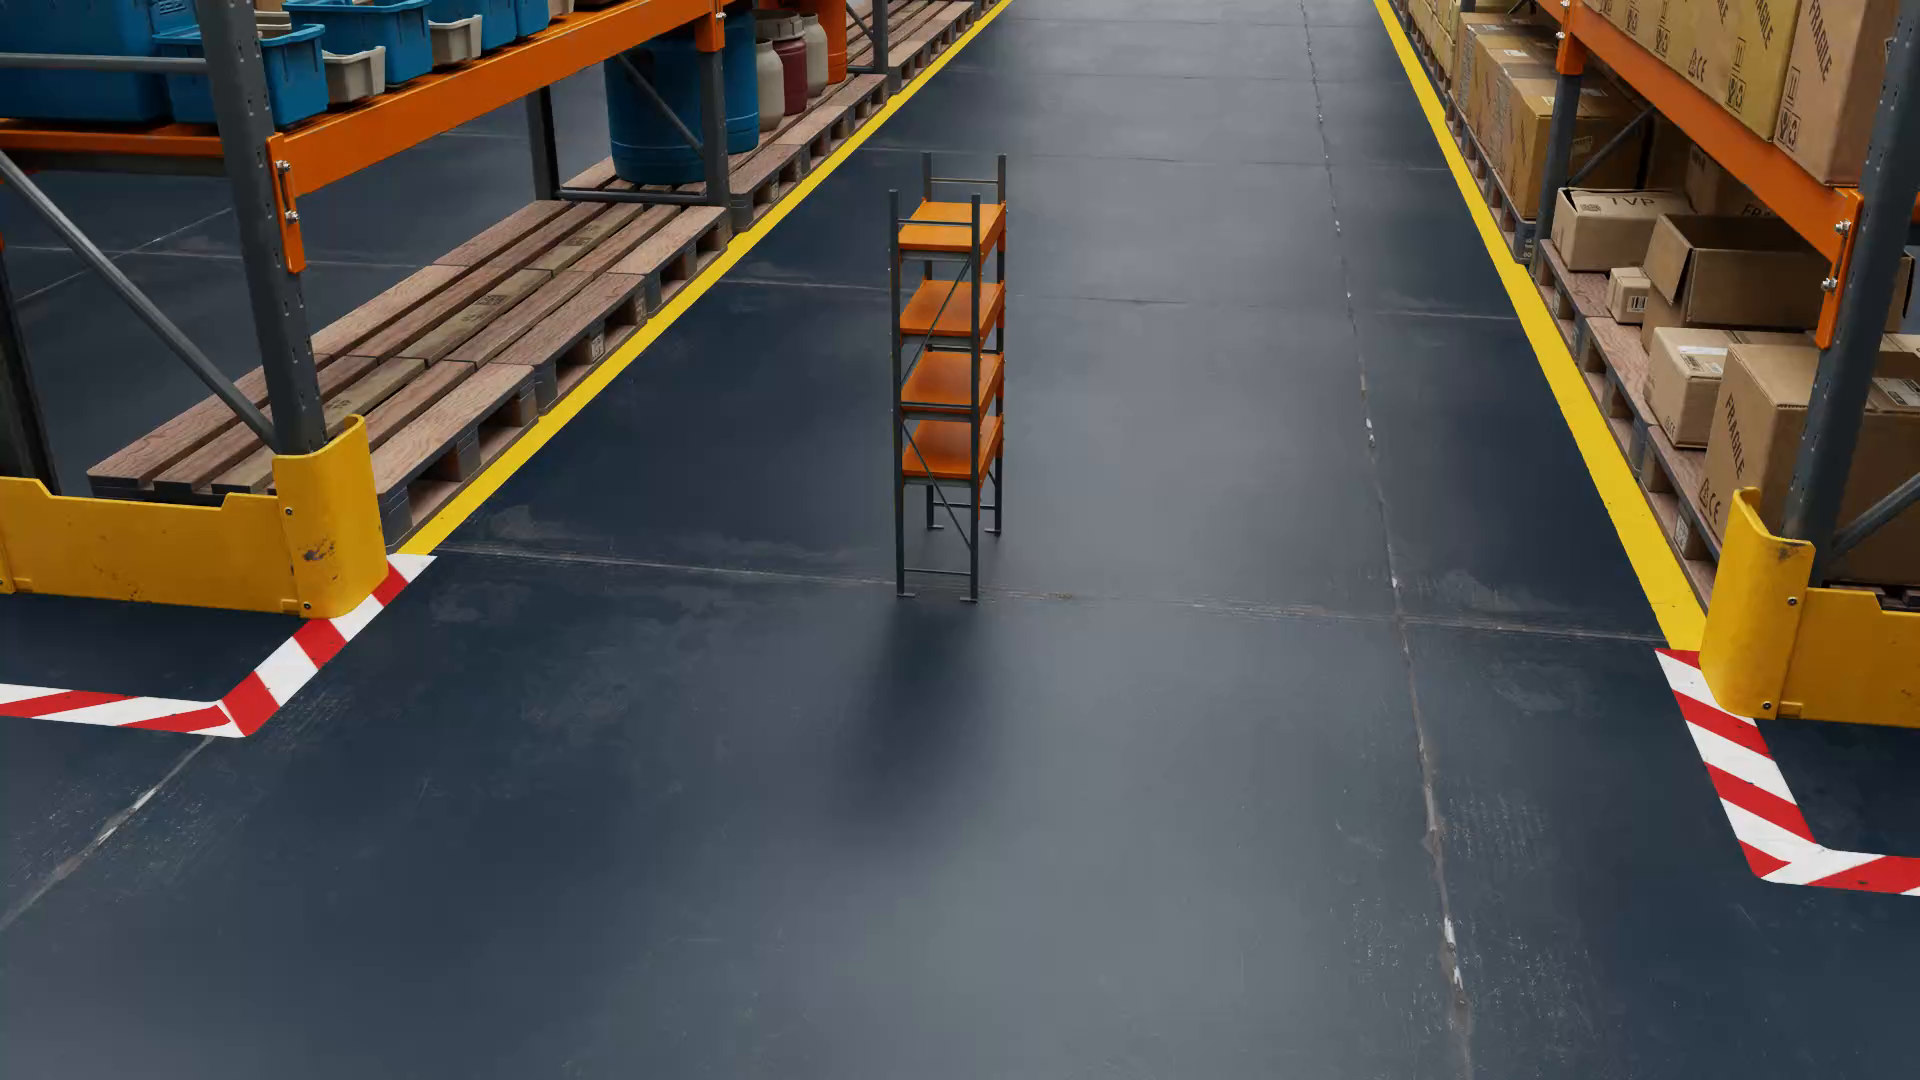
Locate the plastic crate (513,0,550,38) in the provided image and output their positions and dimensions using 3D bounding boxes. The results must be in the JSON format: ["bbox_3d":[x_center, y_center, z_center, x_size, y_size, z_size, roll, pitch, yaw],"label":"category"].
[{"bbox_3d":[-1.698,-1.958,6.022,0.416,0.233,0.300,4,25,9],"label":"plastic crate"}]

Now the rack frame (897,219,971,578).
[{"bbox_3d":[-0.068,-0.372,4.630,0.228,1.046,0.006,4,25,9],"label":"rack frame"}]

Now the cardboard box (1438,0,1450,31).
[{"bbox_3d":[3.787,-3.904,12.139,0.500,0.311,0.500,4,25,8],"label":"cardboard box"}]

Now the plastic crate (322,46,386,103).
[{"bbox_3d":[-1.828,-1.367,4.872,0.250,0.136,0.298,4,25,9],"label":"plastic crate"}]

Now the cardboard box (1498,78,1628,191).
[{"bbox_3d":[3.099,-2.078,8.581,0.500,0.500,0.500,4,25,9],"label":"cardboard box"}]

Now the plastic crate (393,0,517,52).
[{"bbox_3d":[-1.747,-1.833,5.754,0.416,0.233,0.300,4,25,9],"label":"plastic crate"}]

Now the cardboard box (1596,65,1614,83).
[{"bbox_3d":[3.697,-2.263,8.976,0.500,0.500,0.500,4,25,9],"label":"cardboard box"}]

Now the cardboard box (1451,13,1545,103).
[{"bbox_3d":[3.510,-3.148,10.866,0.500,0.500,0.500,5,26,11],"label":"cardboard box"}]

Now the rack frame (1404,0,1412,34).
[{"bbox_3d":[4.520,-5.924,14.368,1.000,3.000,0.127,4,25,9],"label":"rack frame"}]

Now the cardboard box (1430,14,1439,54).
[{"bbox_3d":[3.877,-3.859,12.704,0.500,0.250,0.500,5,25,10],"label":"cardboard box"}]

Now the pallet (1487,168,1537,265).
[{"bbox_3d":[3.308,-1.658,8.544,1.003,0.211,1.213,4,25,9],"label":"pallet"}]

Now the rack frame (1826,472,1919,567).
[{"bbox_3d":[2.562,-0.905,3.645,0.949,2.616,0.053,4,25,9],"label":"rack frame"}]

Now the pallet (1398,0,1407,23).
[{"bbox_3d":[4.691,-4.991,15.664,1.003,0.211,1.213,4,25,9],"label":"pallet"}]

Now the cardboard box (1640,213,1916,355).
[{"bbox_3d":[2.911,-0.861,5.977,0.797,0.503,0.637,4,25,9],"label":"cardboard box"}]

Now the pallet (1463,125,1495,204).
[{"bbox_3d":[3.505,-2.170,9.637,1.003,0.211,1.213,4,25,9],"label":"pallet"}]

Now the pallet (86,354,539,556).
[{"bbox_3d":[-2.154,-0.329,5.705,1.003,0.211,1.213,4,25,9],"label":"pallet"}]

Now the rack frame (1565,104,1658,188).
[{"bbox_3d":[3.216,-2.578,7.220,0.949,2.616,0.053,4,25,9],"label":"rack frame"}]

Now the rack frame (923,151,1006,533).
[{"bbox_3d":[0.013,-0.576,5.066,0.240,1.200,0.015,4,25,9],"label":"rack frame"}]

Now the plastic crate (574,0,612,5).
[{"bbox_3d":[-1.592,-2.339,6.962,0.437,0.125,0.590,4,25,9],"label":"plastic crate"}]

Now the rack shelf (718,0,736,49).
[{"bbox_3d":[-1.347,-3.434,9.896,1.077,0.370,4.000,4,25,9],"label":"rack shelf"}]

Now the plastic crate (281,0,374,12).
[{"bbox_3d":[-2.260,-1.875,5.958,0.298,0.136,0.250,4,25,9],"label":"plastic crate"}]

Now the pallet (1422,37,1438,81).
[{"bbox_3d":[4.241,-3.839,13.202,1.003,0.211,1.213,4,25,9],"label":"pallet"}]

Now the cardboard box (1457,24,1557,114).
[{"bbox_3d":[3.430,-2.928,10.398,0.500,0.500,0.500,3,25,7],"label":"cardboard box"}]

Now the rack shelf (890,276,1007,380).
[{"bbox_3d":[-0.027,-0.616,4.781,0.258,0.148,0.480,4,25,9],"label":"rack shelf"}]

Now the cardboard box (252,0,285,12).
[{"bbox_3d":[-5.817,-4.288,13.302,0.700,0.500,0.500,3,25,6],"label":"cardboard box"}]

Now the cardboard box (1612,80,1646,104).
[{"bbox_3d":[3.608,-2.055,8.531,0.500,0.500,0.500,4,25,9],"label":"cardboard box"}]

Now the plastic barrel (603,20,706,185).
[{"bbox_3d":[-1.568,-2.389,8.796,0.600,0.901,0.708,4,25,9],"label":"plastic barrel"}]

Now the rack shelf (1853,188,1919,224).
[{"bbox_3d":[2.886,-1.537,5.529,0.919,0.052,3.809,4,25,9],"label":"rack shelf"}]

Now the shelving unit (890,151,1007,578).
[{"bbox_3d":[-0.027,-0.475,4.850,0.258,1.200,0.499,4,25,9],"label":"shelving unit"}]

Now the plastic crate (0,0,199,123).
[{"bbox_3d":[-2.457,-1.446,4.689,0.616,0.435,0.499,4,25,9],"label":"plastic crate"}]

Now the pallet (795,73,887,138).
[{"bbox_3d":[-1.108,-3.000,11.411,1.003,0.211,1.213,4,25,9],"label":"pallet"}]

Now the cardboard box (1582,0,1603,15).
[{"bbox_3d":[2.860,-2.429,6.784,0.500,0.500,0.500,5,25,10],"label":"cardboard box"}]

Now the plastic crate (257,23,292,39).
[{"bbox_3d":[-2.311,-1.632,5.438,0.396,0.136,0.243,4,25,9],"label":"plastic crate"}]

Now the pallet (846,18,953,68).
[{"bbox_3d":[-0.653,-4.163,13.895,1.003,0.211,1.213,4,25,9],"label":"pallet"}]

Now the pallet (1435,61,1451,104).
[{"bbox_3d":[1.155,-3.956,10.150,6.198,3.011,5.144,4,25,9],"label":"pallet"}]

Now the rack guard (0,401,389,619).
[{"bbox_3d":[-2.318,-0.107,4.889,1.175,0.500,0.348,4,25,9],"label":"rack guard"}]

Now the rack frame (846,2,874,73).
[{"bbox_3d":[-1.023,-4.596,11.531,0.949,2.616,0.053,4,25,9],"label":"rack frame"}]

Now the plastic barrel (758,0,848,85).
[{"bbox_3d":[-1.083,-3.598,11.462,0.600,0.830,0.708,4,25,9],"label":"plastic barrel"}]

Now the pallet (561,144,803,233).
[{"bbox_3d":[-1.506,-1.980,9.231,1.003,0.211,1.213,4,25,9],"label":"pallet"}]

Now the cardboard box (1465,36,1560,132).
[{"bbox_3d":[3.829,-3.251,11.026,1.136,0.551,3.017,3,25,7],"label":"cardboard box"}]

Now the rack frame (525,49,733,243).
[{"bbox_3d":[-1.674,-2.923,7.957,1.000,3.000,0.127,4,25,9],"label":"rack frame"}]

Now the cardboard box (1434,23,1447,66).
[{"bbox_3d":[3.792,-3.649,12.255,0.500,0.250,0.500,4,25,8],"label":"cardboard box"}]

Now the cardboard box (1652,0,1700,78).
[{"bbox_3d":[2.614,-1.793,5.425,0.500,0.500,0.500,4,25,8],"label":"cardboard box"}]

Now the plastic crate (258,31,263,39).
[{"bbox_3d":[-2.373,-1.511,5.181,0.396,0.136,0.243,4,25,9],"label":"plastic crate"}]

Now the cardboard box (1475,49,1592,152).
[{"bbox_3d":[3.263,-2.500,9.483,0.500,0.500,0.500,3,25,7],"label":"cardboard box"}]

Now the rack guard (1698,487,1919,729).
[{"bbox_3d":[2.571,0.195,4.244,1.175,0.500,0.348,4,25,9],"label":"rack guard"}]

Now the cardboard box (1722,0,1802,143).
[{"bbox_3d":[2.445,-1.374,4.529,0.500,0.500,0.500,4,25,9],"label":"cardboard box"}]

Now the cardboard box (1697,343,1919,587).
[{"bbox_3d":[2.405,-0.217,4.605,0.500,0.500,0.500,4,25,9],"label":"cardboard box"}]

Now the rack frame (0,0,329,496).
[{"bbox_3d":[-2.327,-1.250,4.382,1.000,3.000,0.127,4,25,9],"label":"rack frame"}]

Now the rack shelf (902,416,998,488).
[{"bbox_3d":[-0.027,-0.269,4.944,0.221,0.050,0.457,4,25,9],"label":"rack shelf"}]

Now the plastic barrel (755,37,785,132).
[{"bbox_3d":[-1.272,-2.739,10.003,0.421,0.512,0.421,0,25,0],"label":"plastic barrel"}]
